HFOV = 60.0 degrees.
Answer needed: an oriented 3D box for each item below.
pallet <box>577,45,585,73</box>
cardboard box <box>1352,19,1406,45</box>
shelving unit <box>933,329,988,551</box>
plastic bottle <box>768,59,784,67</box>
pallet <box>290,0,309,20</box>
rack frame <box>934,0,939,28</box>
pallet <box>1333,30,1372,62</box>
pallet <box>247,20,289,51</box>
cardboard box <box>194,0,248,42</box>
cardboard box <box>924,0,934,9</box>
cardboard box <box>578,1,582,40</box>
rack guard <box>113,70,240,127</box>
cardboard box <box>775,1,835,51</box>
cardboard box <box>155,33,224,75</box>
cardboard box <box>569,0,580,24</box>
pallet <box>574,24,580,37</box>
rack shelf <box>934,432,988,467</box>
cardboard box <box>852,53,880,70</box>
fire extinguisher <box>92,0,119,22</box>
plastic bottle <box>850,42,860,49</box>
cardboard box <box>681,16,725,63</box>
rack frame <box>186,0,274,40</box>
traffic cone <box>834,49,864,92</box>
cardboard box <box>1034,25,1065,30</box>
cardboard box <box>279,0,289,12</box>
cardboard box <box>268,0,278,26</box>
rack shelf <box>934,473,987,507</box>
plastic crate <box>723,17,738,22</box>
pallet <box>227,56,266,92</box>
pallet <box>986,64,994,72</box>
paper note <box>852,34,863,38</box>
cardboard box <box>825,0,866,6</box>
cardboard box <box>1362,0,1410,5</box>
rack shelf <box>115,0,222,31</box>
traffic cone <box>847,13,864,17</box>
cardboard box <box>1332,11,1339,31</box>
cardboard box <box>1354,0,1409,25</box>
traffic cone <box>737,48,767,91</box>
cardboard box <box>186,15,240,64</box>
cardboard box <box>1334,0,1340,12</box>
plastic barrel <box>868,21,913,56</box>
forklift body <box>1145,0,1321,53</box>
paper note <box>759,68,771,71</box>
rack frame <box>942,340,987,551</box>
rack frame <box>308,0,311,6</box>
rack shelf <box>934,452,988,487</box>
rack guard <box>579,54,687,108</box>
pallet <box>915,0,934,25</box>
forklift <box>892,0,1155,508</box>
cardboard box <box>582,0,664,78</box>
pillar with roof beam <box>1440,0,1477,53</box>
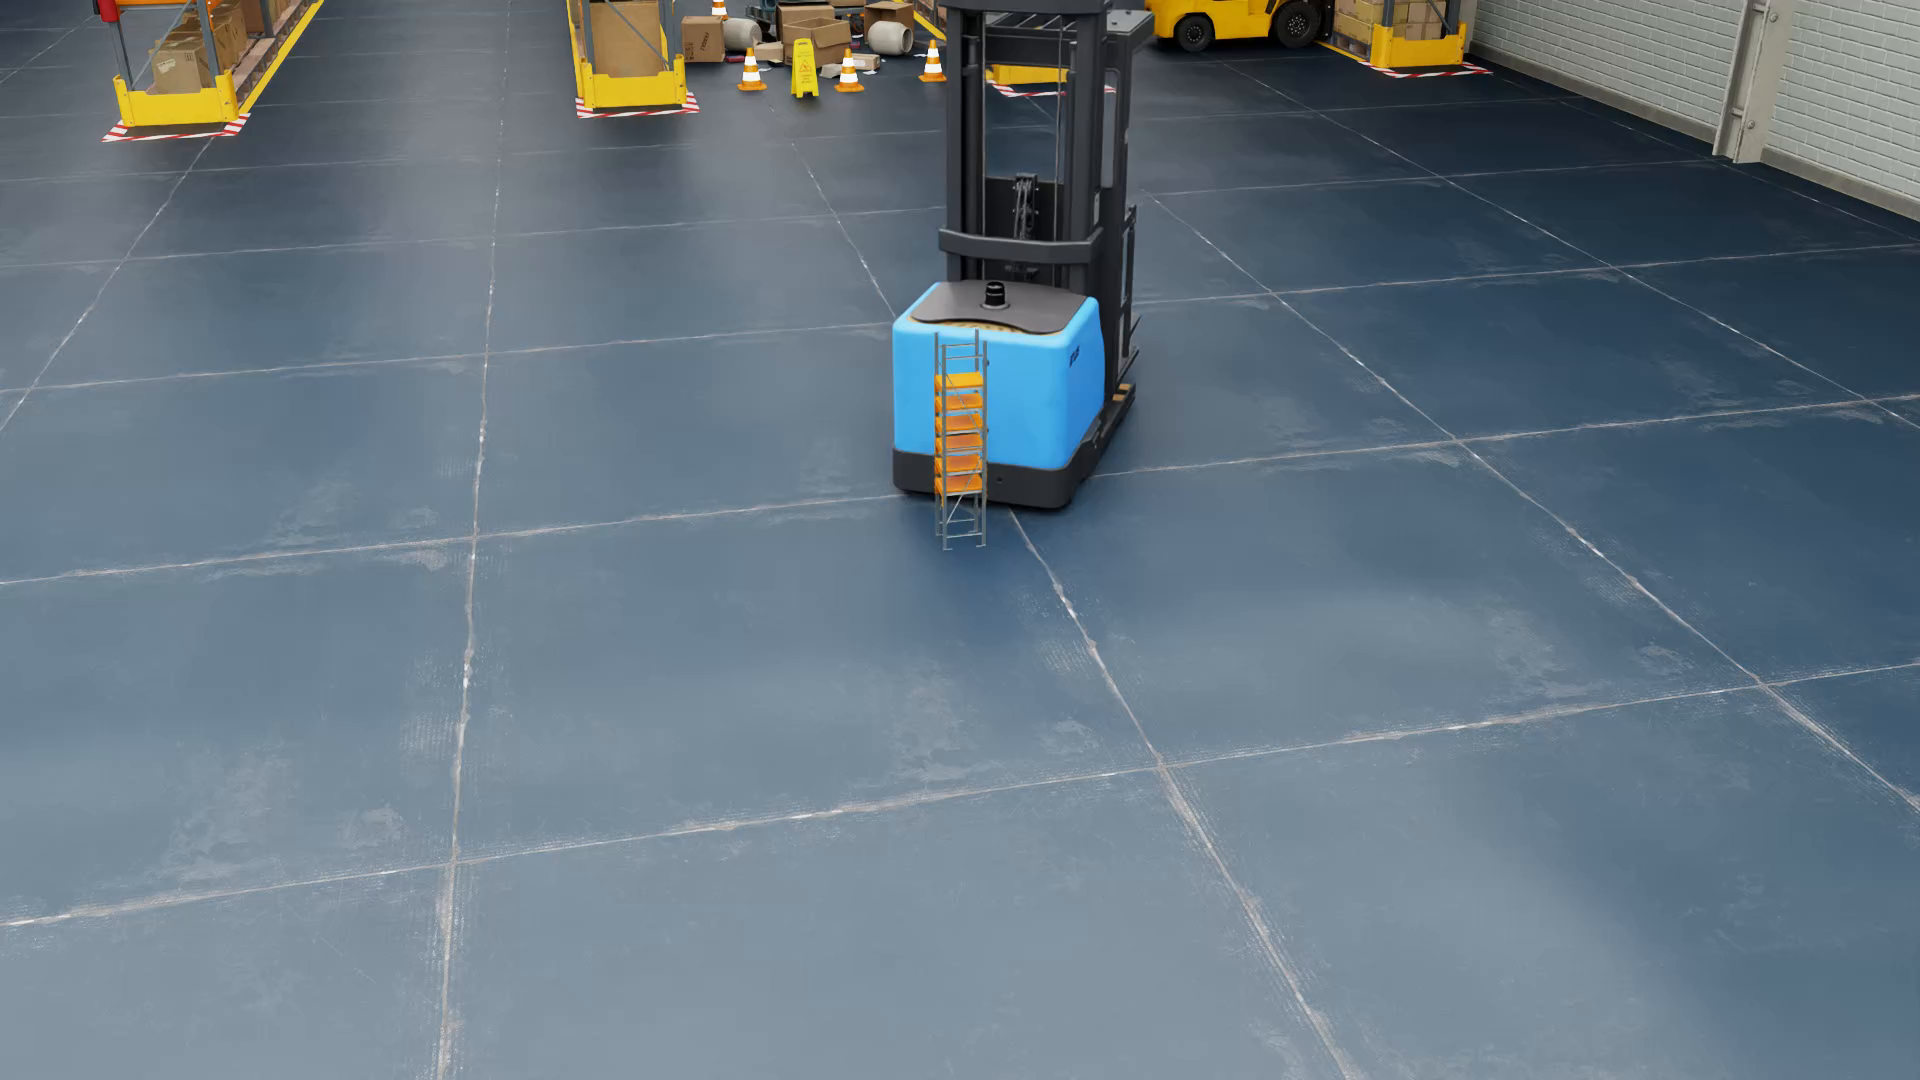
[{"bbox_3d":[-4.301,-6.060,21.021,1.003,0.211,1.213,-6,27,-12],"label":"pallet"},{"bbox_3d":[5.448,-6.614,21.610,0.500,0.250,0.500,-6,27,-11],"label":"cardboard box"},{"bbox_3d":[0.003,-0.529,8.967,0.258,1.200,0.189,-6,27,-12],"label":"shelving unit"},{"bbox_3d":[-2.373,-6.109,21.286,0.133,0.061,0.283,-16,31,-29],"label":"plastic bottle"},{"bbox_3d":[-10.257,-7.892,24.651,1.003,0.211,1.213,-6,27,-12],"label":"pallet"},{"bbox_3d":[0.125,-8.730,23.217,1.000,3.000,0.127,-6,27,-12],"label":"rack frame"},{"bbox_3d":[5.649,-6.566,22.025,1.003,0.211,1.213,-6,27,-12],"label":"pallet"},{"bbox_3d":[-9.707,-6.820,22.528,1.003,0.211,1.213,-6,27,-12],"label":"pallet"},{"bbox_3d":[-9.479,-6.616,21.336,0.500,0.500,0.500,-7,28,-13],"label":"cardboard box"},{"bbox_3d":[0.005,-7.974,24.170,0.950,0.372,0.625,-6,27,-11],"label":"cardboard box"},{"bbox_3d":[-4.601,-7.139,21.956,0.875,0.875,0.875,-6,27,-11],"label":"cardboard box"},{"bbox_3d":[-8.646,-4.885,18.374,1.175,0.500,0.348,-6,27,-12],"label":"rack guard"},{"bbox_3d":[-2.055,-6.844,22.100,0.797,0.637,0.503,-6,27,-12],"label":"cardboard box"},{"bbox_3d":[-8.921,-5.574,19.272,0.500,0.500,0.500,1,27,2],"label":"cardboard box"},{"bbox_3d":[-4.902,-7.629,23.067,1.050,0.750,0.750,-6,27,-12],"label":"cardboard box"},{"bbox_3d":[-4.922,-7.269,23.418,1.003,0.211,1.213,-6,27,-12],"label":"pallet"},{"bbox_3d":[0.003,-0.490,8.987,0.258,0.103,0.180,-6,27,-12],"label":"rack shelf"},{"bbox_3d":[-1.237,-6.071,21.113,0.380,0.149,0.250,8,28,15],"label":"cardboard box"},{"bbox_3d":[-9.052,-5.836,17.569,0.296,0.674,0.183,-6,27,-12],"label":"fire extinguisher"},{"bbox_3d":[-1.411,-6.661,22.379,0.133,0.061,0.283,-1,27,-3],"label":"plastic bottle"},{"bbox_3d":[-3.325,-6.491,21.552,0.500,0.500,0.500,-1,27,-3],"label":"cardboard box"},{"bbox_3d":[-9.530,-7.724,21.223,1.000,3.000,0.127,-6,27,-12],"label":"rack frame"},{"bbox_3d":[-1.332,-5.637,19.905,0.336,0.463,0.334,-6,27,-12],"label":"traffic cone"},{"bbox_3d":[1.108,-6.661,20.872,0.500,0.500,0.500,-7,28,-13],"label":"cardboard box"},{"bbox_3d":[-9.989,-7.778,23.616,0.700,0.500,0.500,-4,27,-7],"label":"cardboard box"},{"bbox_3d":[-9.736,-7.287,22.644,0.700,0.500,0.500,-6,27,-12],"label":"cardboard box"},{"bbox_3d":[0.003,-0.275,9.095,0.258,0.103,0.180,-6,27,-12],"label":"rack shelf"},{"bbox_3d":[-3.359,-7.010,22.866,0.450,0.188,0.662,-2,25,20],"label":"plastic crate"},{"bbox_3d":[-9.066,-5.651,20.211,1.003,0.211,1.213,-6,27,-12],"label":"pallet"},{"bbox_3d":[0.861,-6.123,21.146,1.003,0.211,1.213,-6,27,-12],"label":"pallet"},{"bbox_3d":[-1.418,-6.999,23.082,0.148,0.019,0.142,-6,27,-12],"label":"paper note"},{"bbox_3d":[-1.602,-7.758,23.225,0.500,0.500,0.500,-6,27,-12],"label":"cardboard box"},{"bbox_3d":[5.454,-7.056,21.377,0.500,0.250,0.500,-5,27,-10],"label":"cardboard box"},{"bbox_3d":[-9.079,-6.524,19.646,1.077,0.370,4.000,-6,27,-12],"label":"rack shelf"},{"bbox_3d":[-1.518,-8.000,24.586,0.336,0.463,0.334,-6,27,-12],"label":"traffic cone"},{"bbox_3d":[5.241,-7.054,22.481,0.500,0.250,0.500,-6,27,-11],"label":"cardboard box"},{"bbox_3d":[5.448,-6.845,21.513,0.500,0.250,0.500,-6,27,-12],"label":"cardboard box"},{"bbox_3d":[-2.509,-5.672,19.973,0.336,0.463,0.334,-6,27,-12],"label":"traffic cone"},{"bbox_3d":[-9.126,-6.100,20.315,0.500,0.500,0.500,-8,28,-16],"label":"cardboard box"},{"bbox_3d":[5.208,-7.290,22.396,0.500,0.250,0.500,-7,28,-13],"label":"cardboard box"},{"bbox_3d":[-0.914,-6.577,21.810,0.512,0.421,0.421,13,30,24],"label":"plastic barrel"},{"bbox_3d":[3.657,-7.748,22.213,2.313,2.155,1.214,-6,27,-12],"label":"forklift body"},{"bbox_3d":[-2.463,-5.943,20.993,0.144,0.017,0.142,3,27,6],"label":"paper note"},{"bbox_3d":[0.024,-0.489,8.887,0.240,1.200,0.006,-6,27,-12],"label":"rack frame"},{"bbox_3d":[-10.431,-9.480,24.702,1.000,3.000,0.127,-6,27,-12],"label":"rack frame"},{"bbox_3d":[0.003,-0.382,9.041,0.258,0.103,0.180,-6,27,-12],"label":"rack shelf"},{"bbox_3d":[-3.768,-5.300,19.197,1.175,0.500,0.348,-6,27,-12],"label":"rack guard"},{"bbox_3d":[-0.052,-7.827,24.522,1.003,0.211,1.213,-6,27,-12],"label":"pallet"},{"bbox_3d":[0.527,-2.134,10.224,1.130,2.935,3.031,8,28,15],"label":"forklift"},{"bbox_3d":[-3.990,-5.957,19.615,0.875,0.875,0.875,-6,27,-11],"label":"cardboard box"},{"bbox_3d":[2.389,-10.118,19.309,9.100,9.000,0.400,-6,27,-12],"label":"pillar with roof beam"}]
